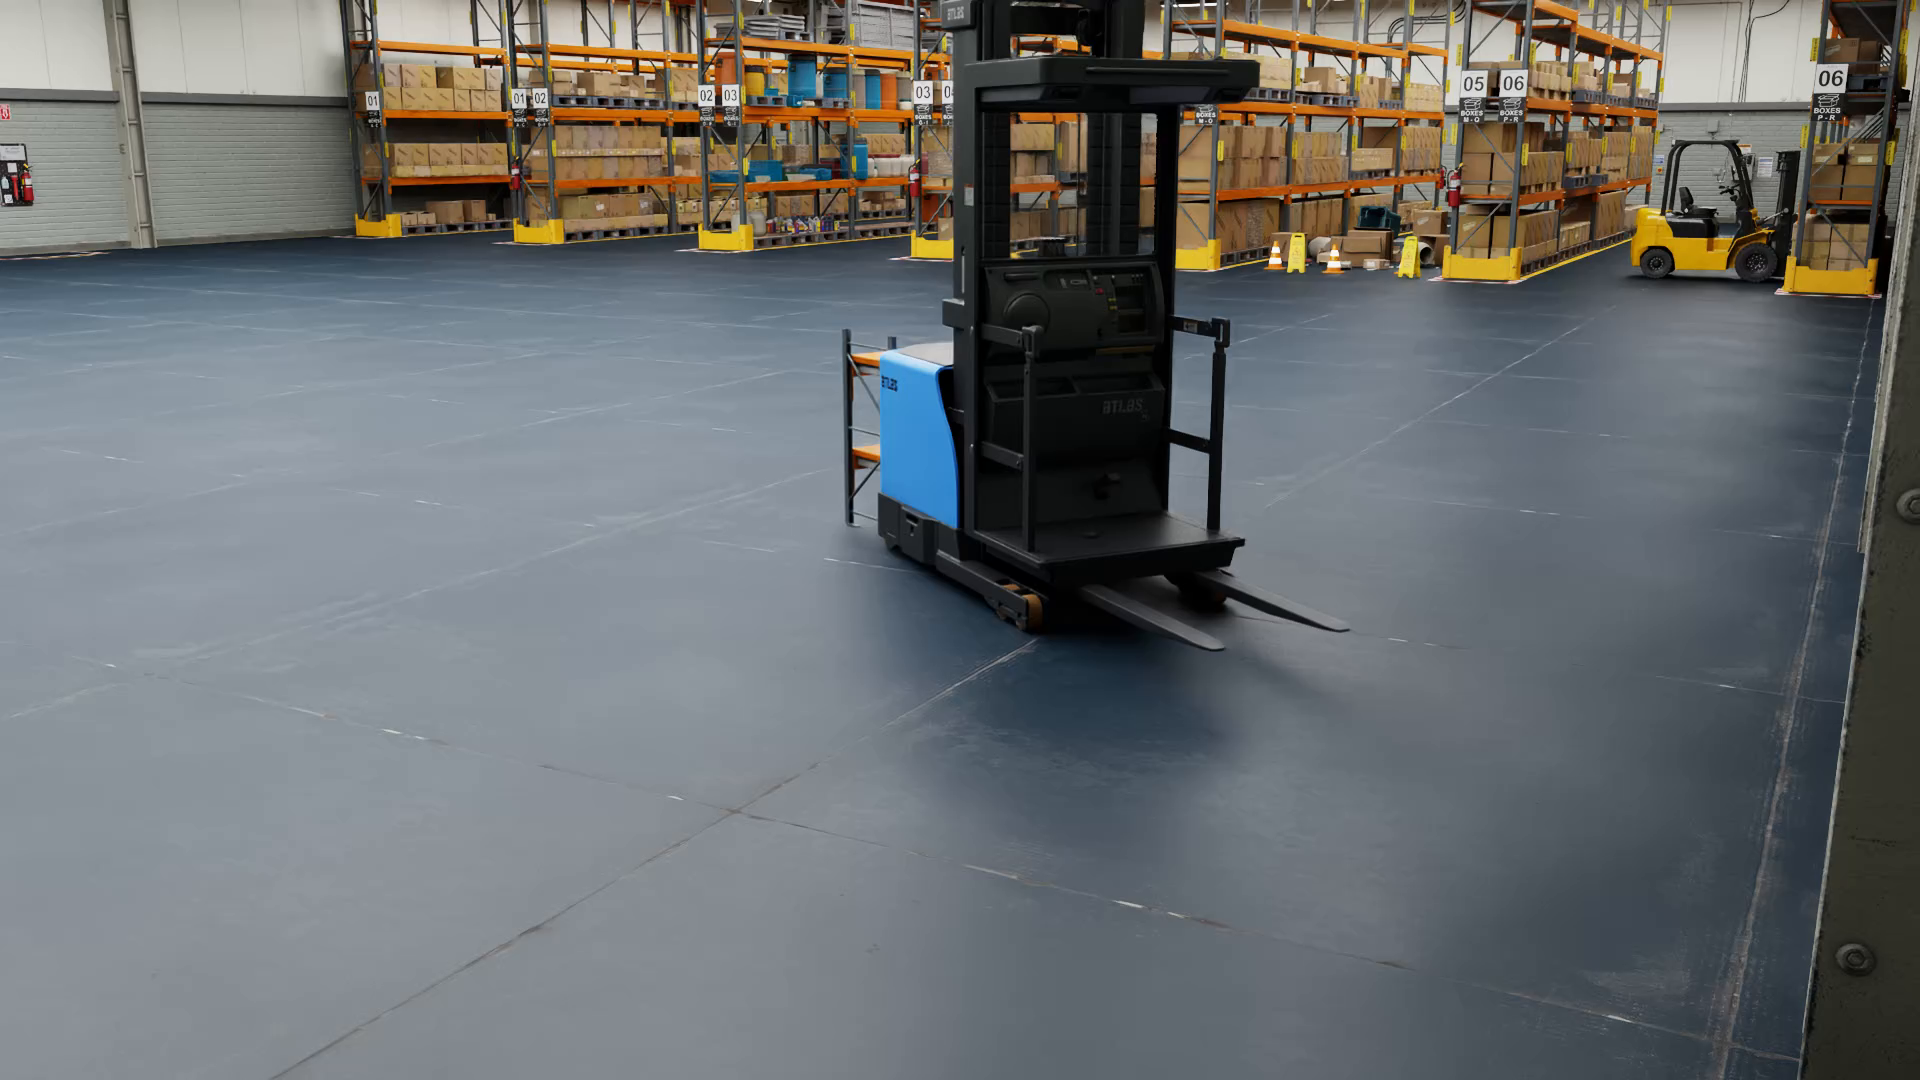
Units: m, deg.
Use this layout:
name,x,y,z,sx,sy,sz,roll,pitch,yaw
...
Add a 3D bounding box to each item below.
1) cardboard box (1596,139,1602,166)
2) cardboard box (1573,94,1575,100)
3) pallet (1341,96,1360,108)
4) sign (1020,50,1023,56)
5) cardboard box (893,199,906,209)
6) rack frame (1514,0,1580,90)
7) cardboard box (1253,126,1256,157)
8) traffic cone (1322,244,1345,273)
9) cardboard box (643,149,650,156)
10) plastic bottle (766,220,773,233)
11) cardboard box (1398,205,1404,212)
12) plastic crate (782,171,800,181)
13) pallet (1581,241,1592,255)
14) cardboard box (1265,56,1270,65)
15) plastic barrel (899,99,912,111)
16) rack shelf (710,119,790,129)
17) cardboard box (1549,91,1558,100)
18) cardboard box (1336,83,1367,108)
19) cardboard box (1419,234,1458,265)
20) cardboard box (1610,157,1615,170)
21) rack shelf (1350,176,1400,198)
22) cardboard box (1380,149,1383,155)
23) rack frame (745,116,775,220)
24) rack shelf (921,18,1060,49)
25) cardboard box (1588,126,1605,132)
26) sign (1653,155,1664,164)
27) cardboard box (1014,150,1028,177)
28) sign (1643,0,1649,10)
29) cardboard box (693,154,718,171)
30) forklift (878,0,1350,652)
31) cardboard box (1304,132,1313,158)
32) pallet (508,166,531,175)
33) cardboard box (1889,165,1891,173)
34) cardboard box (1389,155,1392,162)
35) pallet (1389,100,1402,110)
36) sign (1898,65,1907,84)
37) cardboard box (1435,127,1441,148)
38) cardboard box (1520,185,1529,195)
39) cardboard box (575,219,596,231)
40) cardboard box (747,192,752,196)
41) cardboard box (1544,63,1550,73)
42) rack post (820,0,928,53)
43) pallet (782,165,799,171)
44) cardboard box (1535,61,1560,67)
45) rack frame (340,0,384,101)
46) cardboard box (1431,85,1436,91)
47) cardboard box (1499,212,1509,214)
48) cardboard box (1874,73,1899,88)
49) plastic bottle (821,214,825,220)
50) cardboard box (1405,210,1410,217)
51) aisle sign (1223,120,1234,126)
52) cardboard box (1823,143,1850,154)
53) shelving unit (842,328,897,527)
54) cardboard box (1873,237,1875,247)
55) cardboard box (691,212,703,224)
name,x,y,z,sx,sy,sz,roll,pitch,yaw
cardboard box,12.182,-7.542,32.370,0.500,0.500,0.500,7,15,26
cardboard box,11.446,-8.462,31.308,0.797,0.503,0.637,7,15,28
pallet,7.512,-9.038,34.321,1.213,0.211,1.003,8,16,31
sign,1.562,-12.527,42.433,0.100,0.325,0.005,7,15,28
cardboard box,-1.852,-9.703,48.005,0.500,0.250,0.500,7,15,28
rack frame,10.225,-9.366,28.876,1.000,3.000,0.127,7,15,28
cardboard box,4.839,-7.185,30.005,0.875,0.550,0.500,7,15,28
traffic cone,6.234,-4.686,27.677,0.336,0.463,0.334,7,15,28
cardboard box,-7.310,-8.875,38.042,0.380,0.149,0.250,7,15,26
plastic bottle,-4.070,-6.677,35.398,0.152,0.276,0.135,8,15,28
cardboard box,10.243,-7.835,39.245,0.380,0.149,0.250,8,16,31
plastic crate,-3.689,-7.784,35.566,0.450,0.188,0.662,7,15,28
pallet,11.779,-5.754,32.646,1.003,0.211,1.213,7,15,28
cardboard box,5.334,-8.596,29.808,0.380,0.149,0.250,7,15,27
plastic barrel,-1.263,-10.057,38.441,0.301,0.262,0.301,0,14,0
rack shelf,-6.624,-12.416,49.463,1.077,0.370,4.000,7,15,28
cardboard box,9.829,-7.476,27.976,0.380,0.149,0.250,8,16,30
cardboard box,8.285,-9.404,35.221,0.500,0.500,0.500,7,15,28
cardboard box,8.516,-5.170,29.599,0.500,0.500,0.500,-5,14,-20
cardboard box,13.122,-7.723,34.115,0.500,0.250,0.500,7,15,28
rack shelf,8.743,-7.871,37.010,1.077,0.370,4.000,7,15,28
cardboard box,9.304,-8.735,37.433,0.380,0.149,0.250,7,15,28
rack frame,-5.187,-9.516,42.299,1.000,3.000,0.127,7,15,28
rack shelf,0.583,-9.727,31.916,1.077,0.370,4.000,7,15,28
cardboard box,13.962,-9.040,36.594,0.380,0.149,0.250,7,15,27
sign,18.719,-10.220,44.644,0.327,0.218,0.001,7,15,28
cardboard box,0.852,-7.467,32.954,0.875,0.500,0.500,7,15,28
sign,14.573,-11.441,35.320,0.100,0.325,0.005,7,15,28
cardboard box,-6.238,-9.110,40.404,0.500,0.500,0.500,7,15,28
forklift,0.641,-1.132,7.669,1.130,2.935,3.031,-6,15,-25
cardboard box,6.569,-7.836,32.984,0.700,0.500,0.500,8,15,28
pallet,-10.962,-9.303,41.824,1.003,0.211,1.213,7,15,28
cardboard box,19.402,-7.881,35.203,0.500,0.250,0.500,8,16,29
cardboard box,9.691,-8.753,38.141,0.380,0.149,0.250,8,16,30
pallet,9.318,-9.883,37.823,1.213,0.211,1.003,7,15,28
sign,16.987,-8.392,29.964,0.100,0.325,0.005,7,15,28
cardboard box,11.640,-10.009,41.361,0.500,0.500,0.500,7,15,27
cardboard box,8.945,-5.651,26.805,0.380,0.149,0.250,7,15,26
cardboard box,-8.362,-6.930,36.543,0.500,0.250,0.500,7,15,28
cardboard box,-6.644,-10.235,49.722,0.700,0.500,0.500,8,16,29
cardboard box,9.345,-7.649,26.990,0.380,0.149,0.250,8,16,30
rack post,-1.909,-11.561,37.554,1.013,1.000,3.121,7,15,28
pallet,-4.921,-9.570,42.931,1.213,0.211,1.003,7,15,28
cardboard box,10.393,-8.415,29.690,0.500,0.250,0.500,8,16,29
rack frame,-13.392,-11.351,37.113,1.000,3.000,0.127,7,15,28
cardboard box,11.379,-11.013,40.513,0.380,0.149,0.250,8,16,29
cardboard box,8.949,-5.265,28.036,0.500,0.500,0.500,7,15,27
cardboard box,16.380,-8.169,29.522,0.500,0.250,0.500,7,15,28
plastic bottle,-2.971,-6.911,36.207,0.144,0.351,0.185,7,15,28
cardboard box,10.582,-7.857,39.969,0.380,0.149,0.250,8,16,31
aisle sign,7.123,-11.347,44.346,0.394,0.787,0.004,7,15,28
cardboard box,13.500,-6.038,25.641,0.380,0.149,0.250,7,15,28
shelving unit,-0.095,-0.669,9.602,1.048,1.125,0.538,-10,17,-35
cardboard box,14.284,-4.767,26.507,0.500,0.250,0.500,8,16,29
cardboard box,-6.460,-7.722,39.829,0.500,0.250,0.500,8,16,29
